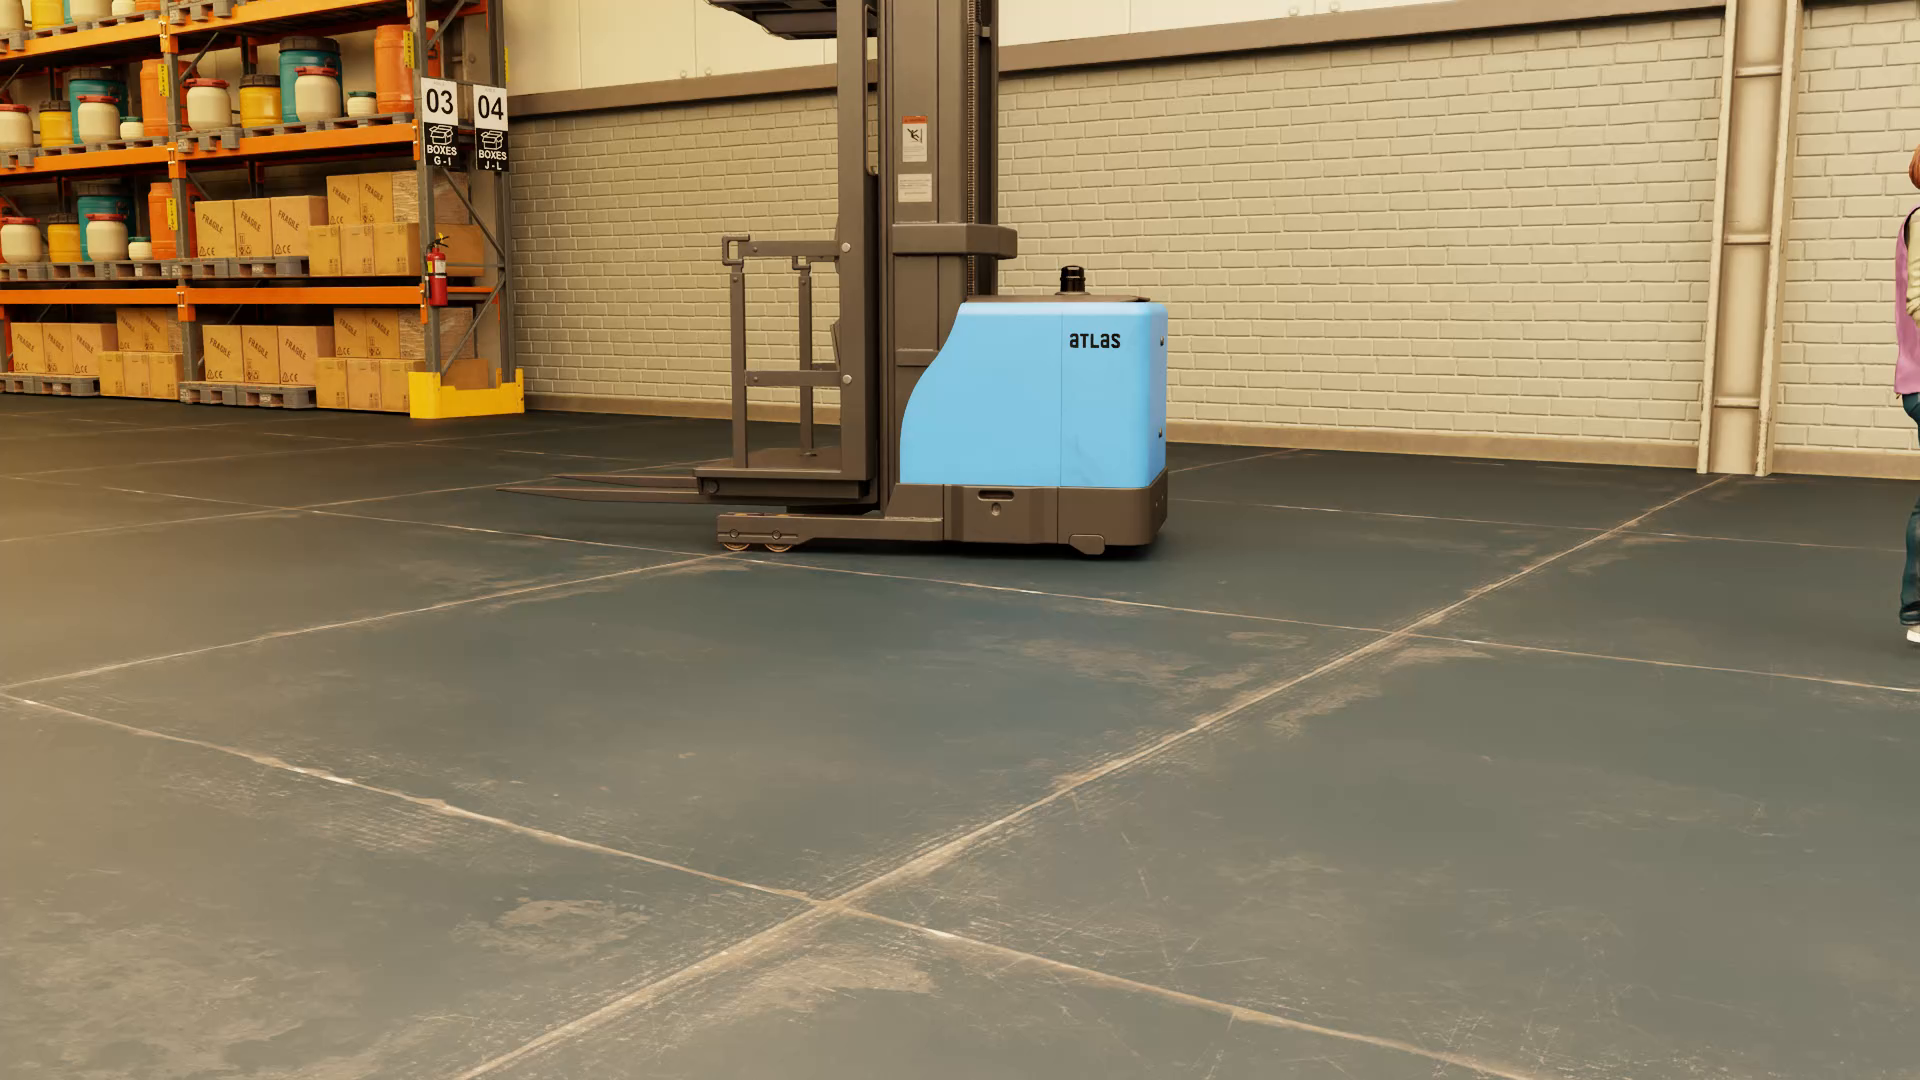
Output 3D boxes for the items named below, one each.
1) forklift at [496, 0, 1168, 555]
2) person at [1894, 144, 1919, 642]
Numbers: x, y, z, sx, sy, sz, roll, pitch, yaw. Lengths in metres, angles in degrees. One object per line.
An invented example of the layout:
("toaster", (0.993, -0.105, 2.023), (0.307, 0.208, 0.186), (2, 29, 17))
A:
("forklift", (-0.596, -1.469, 7.520), (3.031, 2.935, 1.130), (2, 8, 12))
("person", (3.086, -0.452, 5.054), (0.475, 1.597, 0.520), (6, 10, 34))
